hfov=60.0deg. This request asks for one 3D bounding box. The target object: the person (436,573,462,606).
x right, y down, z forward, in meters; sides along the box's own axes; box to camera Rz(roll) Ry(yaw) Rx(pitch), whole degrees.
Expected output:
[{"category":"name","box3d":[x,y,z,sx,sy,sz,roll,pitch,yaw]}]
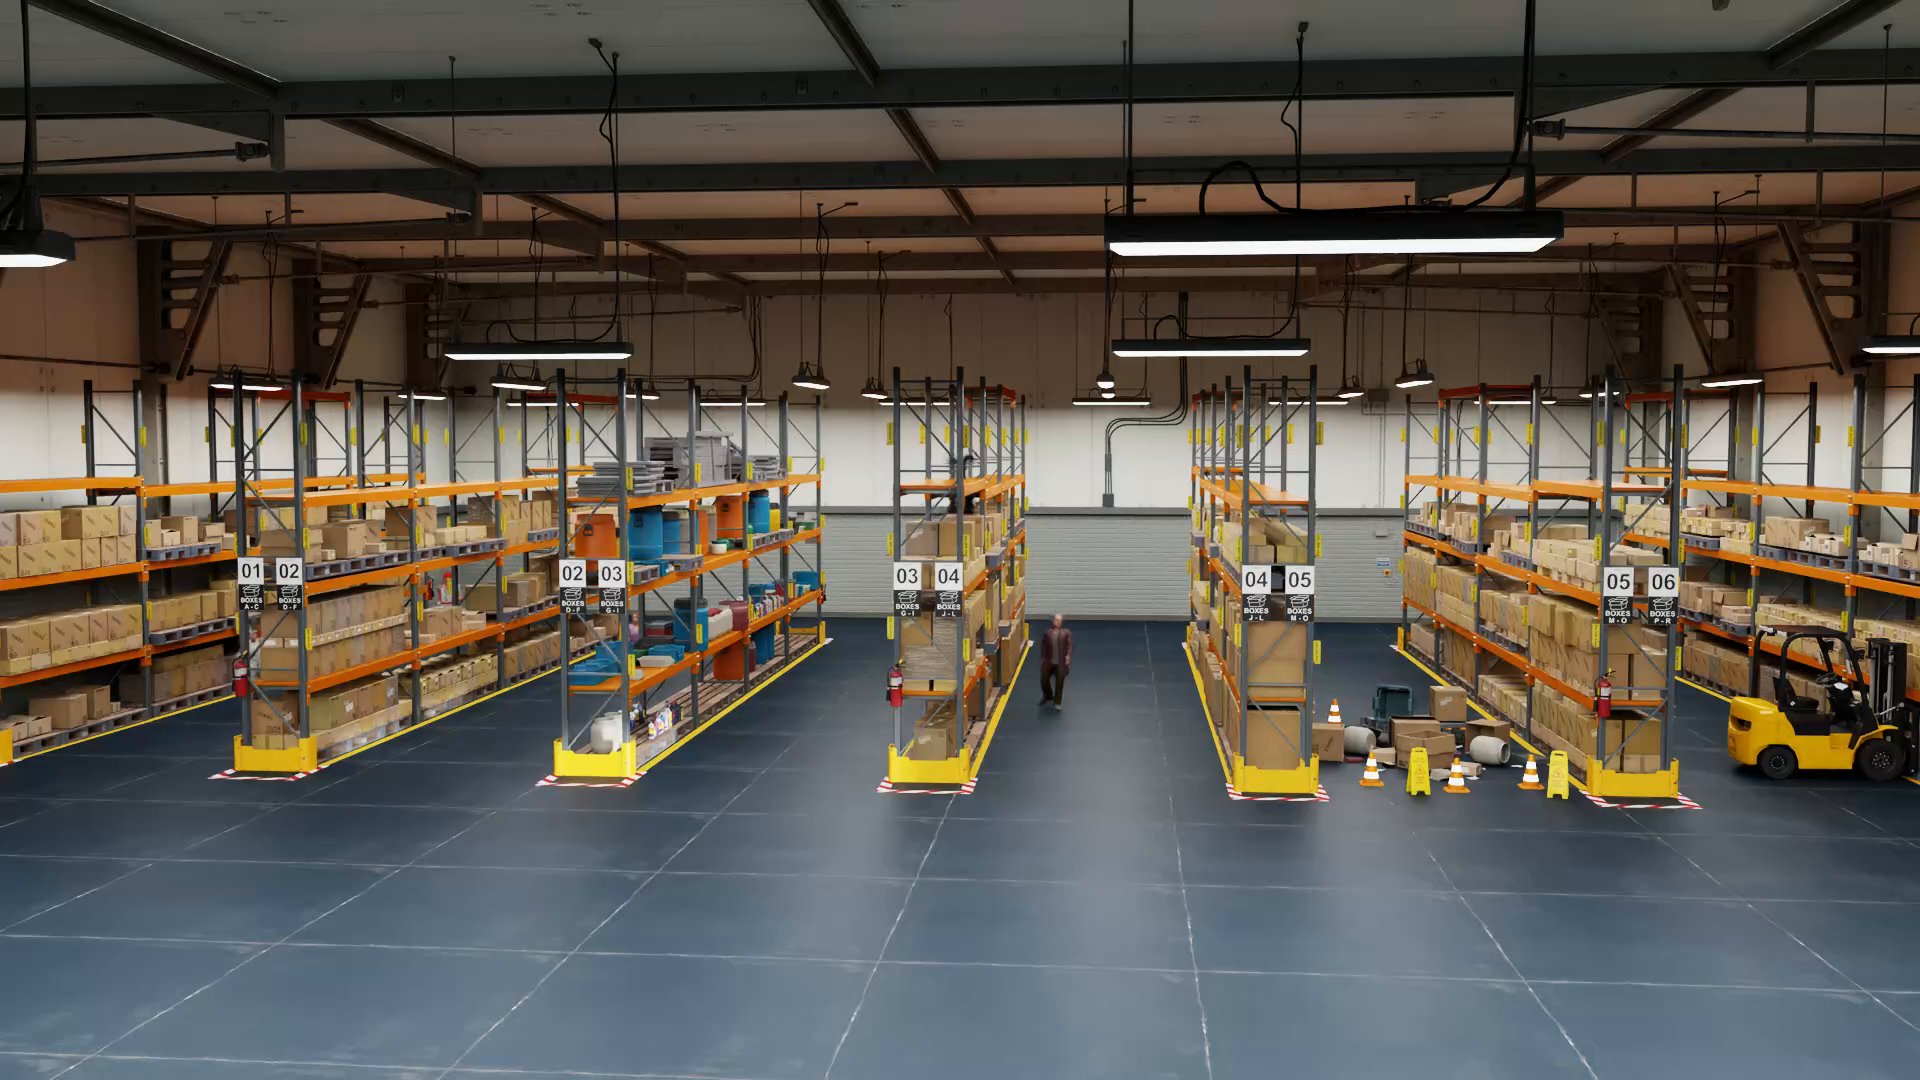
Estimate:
[{"category":"person","box3d":[-12.121,1.662,39.462,0.628,1.784,0.993,0,4,-2]}]

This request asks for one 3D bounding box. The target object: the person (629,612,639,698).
[{"category":"person","box3d":[-6.240,2.182,32.126,0.504,1.609,0.861,0,4,7]}]

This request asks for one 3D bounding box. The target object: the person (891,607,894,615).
[{"category":"person","box3d":[-1.205,1.880,36.998,0.605,1.709,0.901,1,4,10]}]

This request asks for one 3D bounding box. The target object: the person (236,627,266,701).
[{"category":"person","box3d":[-12.734,2.349,30.140,0.762,1.619,0.635,3,5,44]}]

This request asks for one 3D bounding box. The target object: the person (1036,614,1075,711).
[{"category":"person","box3d":[1.728,2.239,30.362,0.736,1.767,0.710,1,4,12]}]
